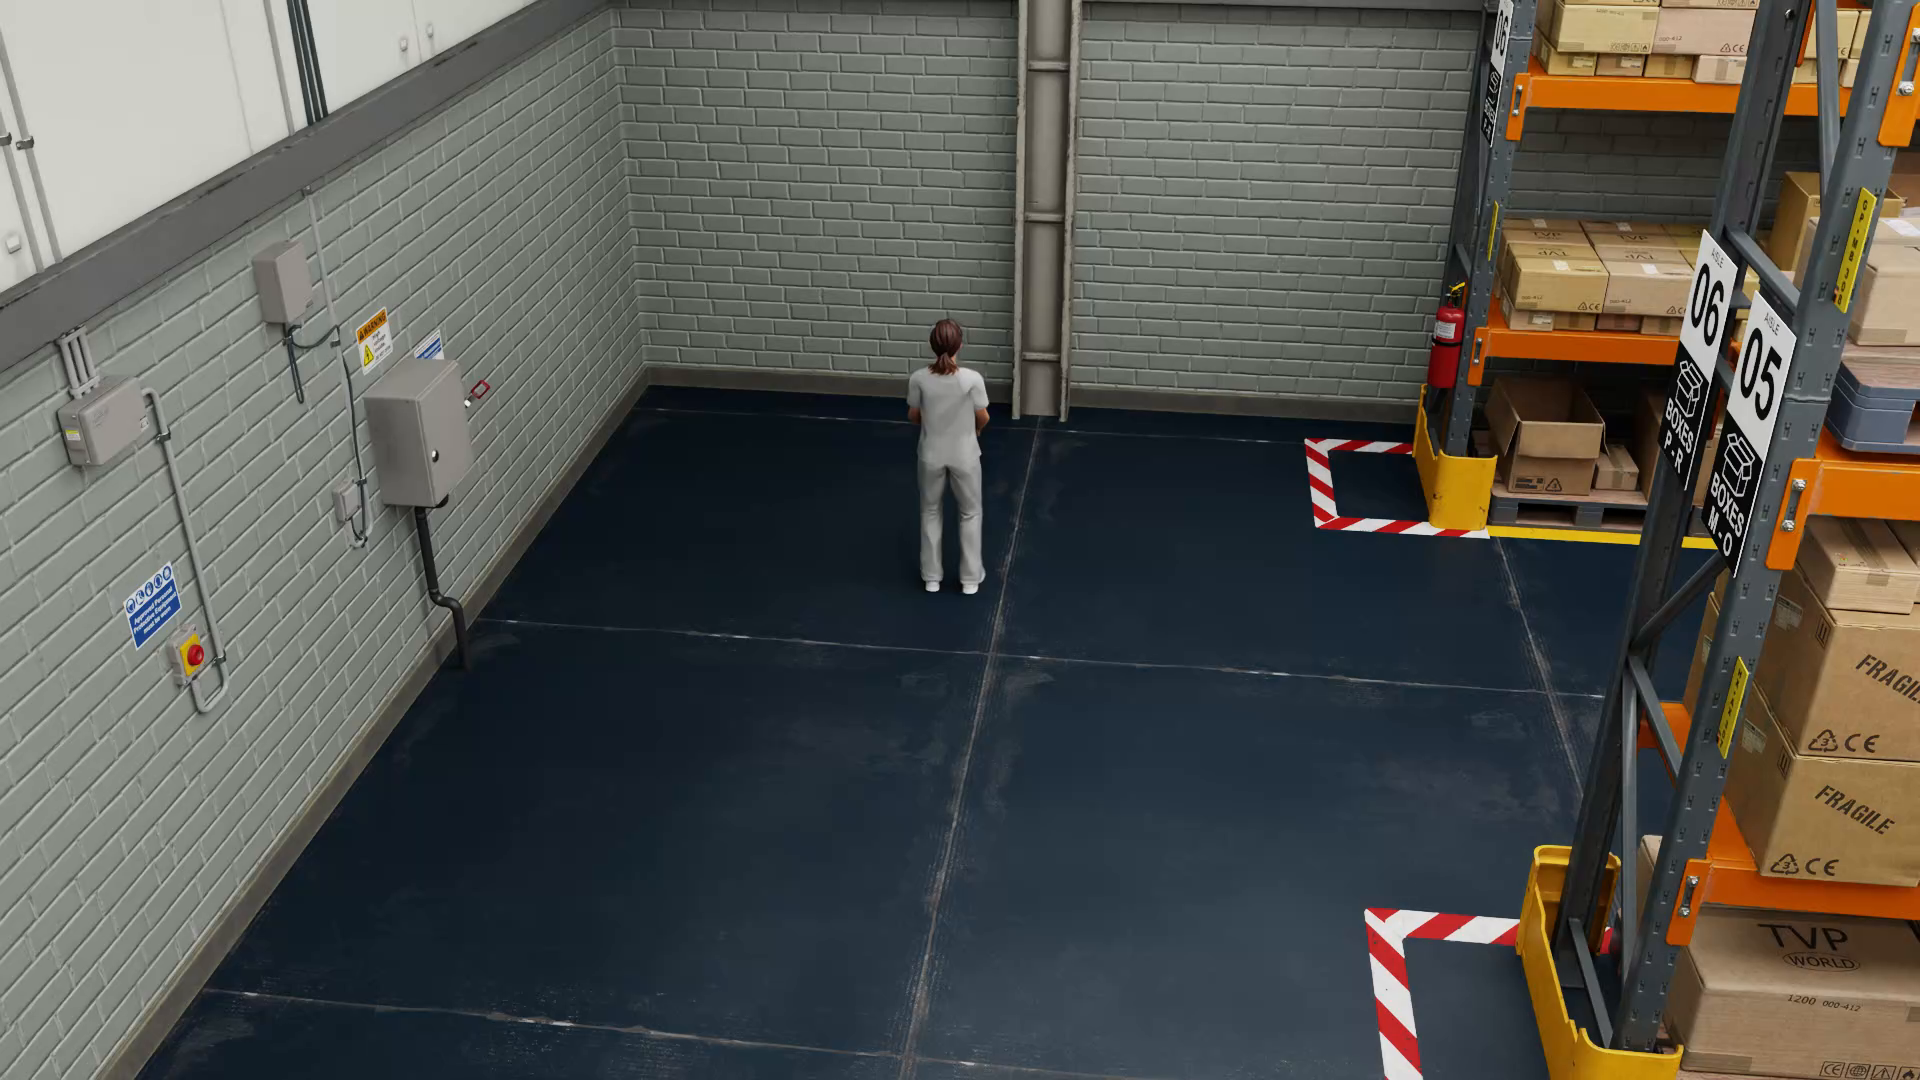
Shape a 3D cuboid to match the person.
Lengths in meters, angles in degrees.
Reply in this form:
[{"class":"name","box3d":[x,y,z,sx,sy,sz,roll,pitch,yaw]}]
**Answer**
[{"class":"person","box3d":[-0.061,-0.495,9.535,0.463,1.675,0.490,3,29,6]}]
